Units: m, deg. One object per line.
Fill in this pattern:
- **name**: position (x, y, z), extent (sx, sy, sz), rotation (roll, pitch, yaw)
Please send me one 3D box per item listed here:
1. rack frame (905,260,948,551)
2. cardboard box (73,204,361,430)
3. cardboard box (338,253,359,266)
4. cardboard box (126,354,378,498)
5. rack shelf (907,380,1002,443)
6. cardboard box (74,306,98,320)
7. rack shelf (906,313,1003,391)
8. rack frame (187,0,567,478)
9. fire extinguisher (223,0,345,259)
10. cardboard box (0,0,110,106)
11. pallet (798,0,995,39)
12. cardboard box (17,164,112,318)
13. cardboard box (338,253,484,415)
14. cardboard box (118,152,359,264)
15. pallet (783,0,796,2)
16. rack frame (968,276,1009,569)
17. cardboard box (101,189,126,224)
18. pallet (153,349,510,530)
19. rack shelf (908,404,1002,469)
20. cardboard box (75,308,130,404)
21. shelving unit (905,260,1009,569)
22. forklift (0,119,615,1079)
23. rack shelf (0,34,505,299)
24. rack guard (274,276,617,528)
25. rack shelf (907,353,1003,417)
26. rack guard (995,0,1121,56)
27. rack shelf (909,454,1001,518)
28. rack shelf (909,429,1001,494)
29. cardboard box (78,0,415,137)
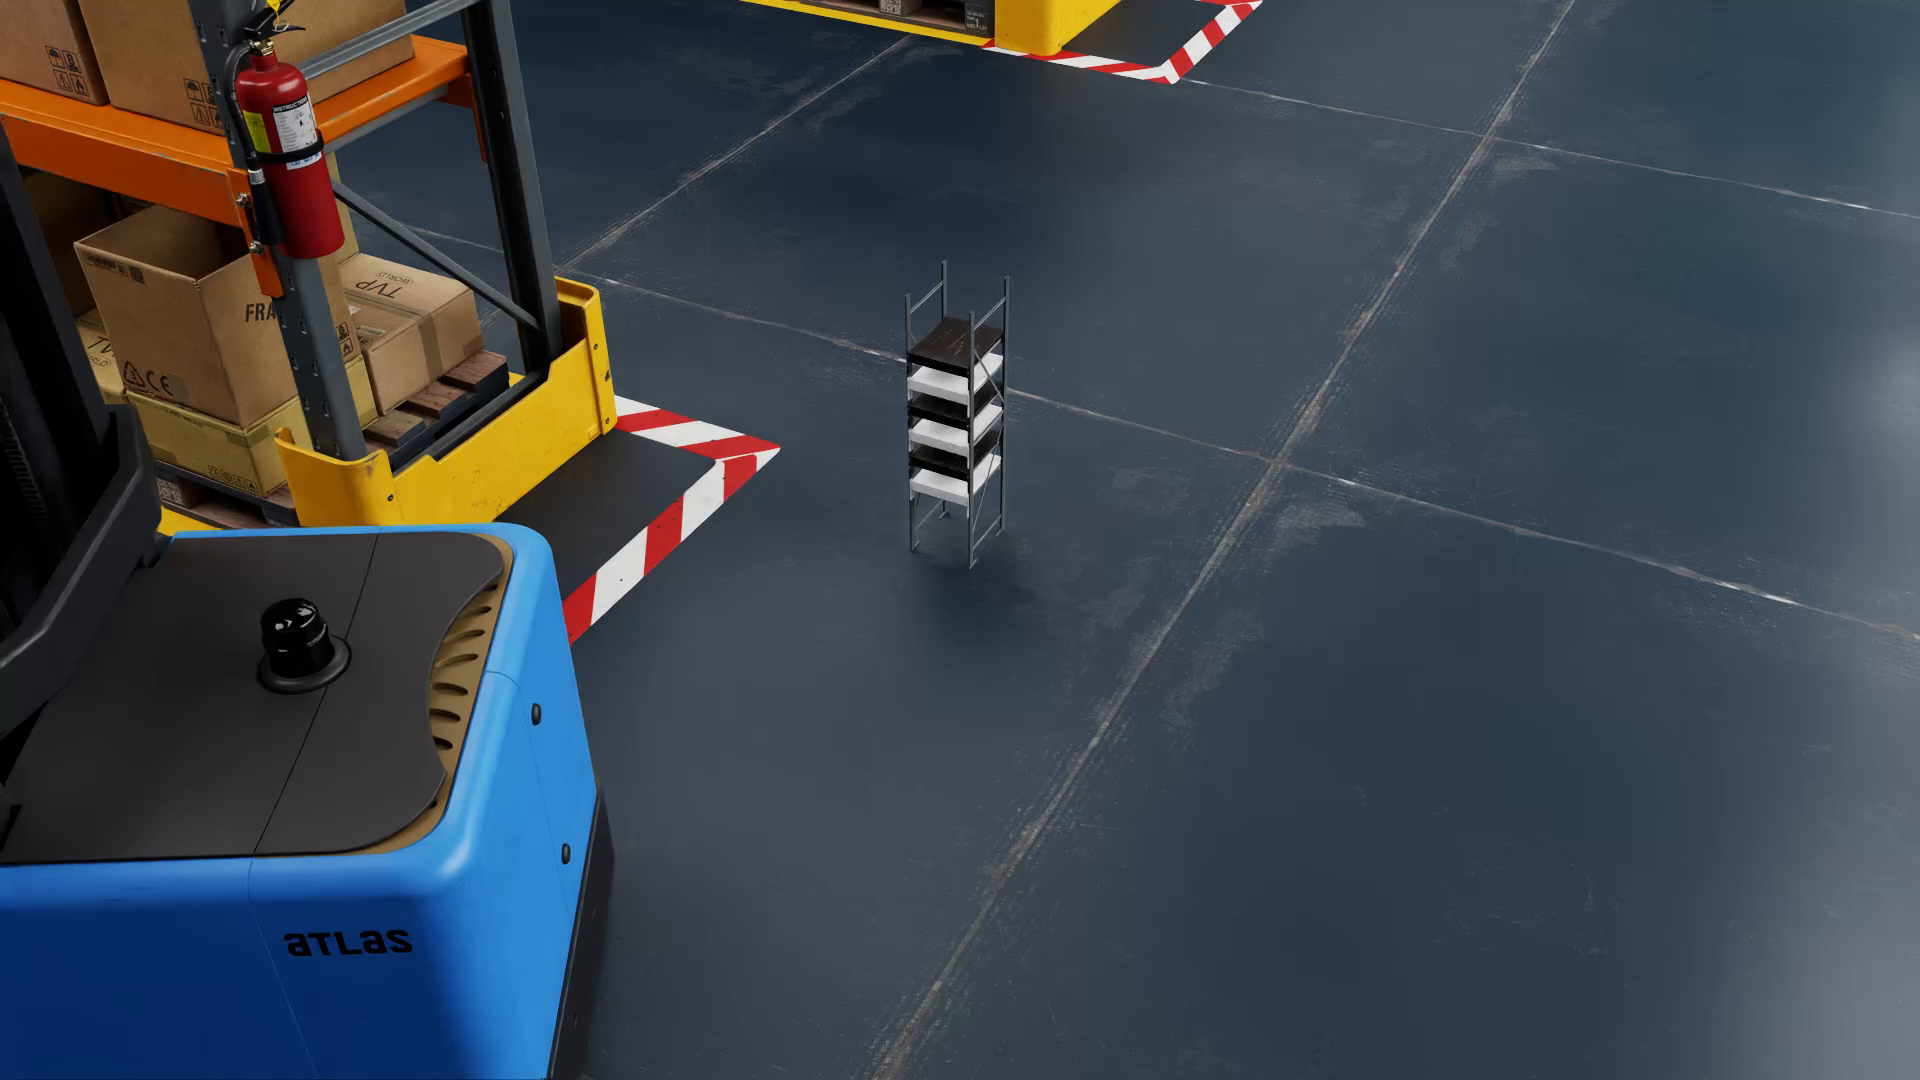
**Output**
- **rack frame**: position (-0.097, -0.389, 5.018), extent (0.006, 0.900, 0.240), rotation (17, 41, 21)
- **cardboard box**: position (-2.227, -0.724, 5.029), extent (0.500, 0.500, 0.500), rotation (17, 41, 21)
- **cardboard box**: position (-2.433, -0.841, 5.805), extent (0.500, 0.250, 0.500), rotation (17, 41, 21)
- **cardboard box**: position (-2.226, -0.426, 5.258), extent (0.500, 0.250, 0.500), rotation (17, 41, 21)
- **rack shelf**: position (-0.007, -0.406, 4.947), extent (0.200, 0.077, 0.258), rotation (17, 41, 21)
- **cardboard box**: position (-3.120, -0.697, 5.614), extent (0.500, 0.250, 0.500), rotation (17, 41, 21)
- **rack shelf**: position (-0.007, -0.549, 4.838), extent (0.200, 0.077, 0.258), rotation (17, 41, 21)
- **rack frame**: position (-1.614, -1.364, 4.566), extent (0.127, 3.000, 1.000), rotation (17, 41, 21)
- **fire extinguisher**: position (-1.722, -1.051, 4.217), extent (0.183, 0.674, 0.296), rotation (17, 41, 21)
- **cardboard box**: position (-2.491, -1.684, 4.905), extent (0.500, 0.500, 0.700), rotation (18, 41, 23)
- **pallet**: position (-0.140, -3.136, 9.207), extent (1.213, 0.211, 1.003), rotation (17, 41, 21)
- **cardboard box**: position (-3.121, -0.994, 5.385), extent (0.500, 0.500, 0.500), rotation (17, 41, 21)
- **cardboard box**: position (-1.987, -0.704, 5.624), extent (0.500, 0.250, 0.500), rotation (17, 41, 21)
- **cardboard box**: position (-2.432, -1.141, 5.579), extent (0.500, 0.500, 0.500), rotation (17, 41, 21)
- **pallet**: position (-1.220, -3.476, 9.655), extent (1.213, 0.211, 1.003), rotation (17, 41, 21)
- **rack frame**: position (0.083, -0.332, 4.944), extent (0.006, 0.900, 0.240), rotation (17, 41, 21)
- **cardboard box**: position (-2.882, -1.273, 5.753), extent (0.500, 0.500, 0.500), rotation (17, 41, 21)
- **pallet**: position (-2.312, -0.443, 5.659), extent (1.213, 0.211, 1.003), rotation (17, 41, 21)
- **rack shelf**: position (-0.007, -0.334, 5.001), extent (0.200, 0.077, 0.258), rotation (17, 41, 21)
- **cardboard box**: position (-2.675, -0.559, 5.432), extent (0.500, 0.250, 0.500), rotation (17, 41, 21)
- **shelving unit**: position (-0.007, -0.361, 4.981), extent (0.210, 0.900, 0.258), rotation (17, 41, 21)
- **forklift**: position (-2.344, -0.025, 2.858), extent (3.031, 2.935, 1.130), rotation (-2, 37, -2)
- **rack shelf**: position (-3.389, -1.633, 5.516), extent (4.000, 0.370, 1.077), rotation (17, 41, 21)
- **rack guard**: position (-1.592, -0.362, 5.313), extent (0.348, 0.500, 1.175), rotation (17, 41, 21)
- **rack shelf**: position (-0.007, -0.478, 4.892), extent (0.200, 0.077, 0.258), rotation (17, 41, 21)
- **rack guard**: position (0.579, -3.022, 8.818), extent (0.348, 0.500, 1.175), rotation (17, 41, 21)
- **rack shelf**: position (-0.007, -0.191, 5.110), extent (0.200, 0.077, 0.258), rotation (17, 41, 21)
- **rack shelf**: position (-0.007, -0.262, 5.055), extent (0.200, 0.077, 0.258), rotation (17, 41, 21)
- **cardboard box**: position (-2.022, -1.540, 4.716), extent (0.500, 0.500, 0.700), rotation (17, 41, 22)
